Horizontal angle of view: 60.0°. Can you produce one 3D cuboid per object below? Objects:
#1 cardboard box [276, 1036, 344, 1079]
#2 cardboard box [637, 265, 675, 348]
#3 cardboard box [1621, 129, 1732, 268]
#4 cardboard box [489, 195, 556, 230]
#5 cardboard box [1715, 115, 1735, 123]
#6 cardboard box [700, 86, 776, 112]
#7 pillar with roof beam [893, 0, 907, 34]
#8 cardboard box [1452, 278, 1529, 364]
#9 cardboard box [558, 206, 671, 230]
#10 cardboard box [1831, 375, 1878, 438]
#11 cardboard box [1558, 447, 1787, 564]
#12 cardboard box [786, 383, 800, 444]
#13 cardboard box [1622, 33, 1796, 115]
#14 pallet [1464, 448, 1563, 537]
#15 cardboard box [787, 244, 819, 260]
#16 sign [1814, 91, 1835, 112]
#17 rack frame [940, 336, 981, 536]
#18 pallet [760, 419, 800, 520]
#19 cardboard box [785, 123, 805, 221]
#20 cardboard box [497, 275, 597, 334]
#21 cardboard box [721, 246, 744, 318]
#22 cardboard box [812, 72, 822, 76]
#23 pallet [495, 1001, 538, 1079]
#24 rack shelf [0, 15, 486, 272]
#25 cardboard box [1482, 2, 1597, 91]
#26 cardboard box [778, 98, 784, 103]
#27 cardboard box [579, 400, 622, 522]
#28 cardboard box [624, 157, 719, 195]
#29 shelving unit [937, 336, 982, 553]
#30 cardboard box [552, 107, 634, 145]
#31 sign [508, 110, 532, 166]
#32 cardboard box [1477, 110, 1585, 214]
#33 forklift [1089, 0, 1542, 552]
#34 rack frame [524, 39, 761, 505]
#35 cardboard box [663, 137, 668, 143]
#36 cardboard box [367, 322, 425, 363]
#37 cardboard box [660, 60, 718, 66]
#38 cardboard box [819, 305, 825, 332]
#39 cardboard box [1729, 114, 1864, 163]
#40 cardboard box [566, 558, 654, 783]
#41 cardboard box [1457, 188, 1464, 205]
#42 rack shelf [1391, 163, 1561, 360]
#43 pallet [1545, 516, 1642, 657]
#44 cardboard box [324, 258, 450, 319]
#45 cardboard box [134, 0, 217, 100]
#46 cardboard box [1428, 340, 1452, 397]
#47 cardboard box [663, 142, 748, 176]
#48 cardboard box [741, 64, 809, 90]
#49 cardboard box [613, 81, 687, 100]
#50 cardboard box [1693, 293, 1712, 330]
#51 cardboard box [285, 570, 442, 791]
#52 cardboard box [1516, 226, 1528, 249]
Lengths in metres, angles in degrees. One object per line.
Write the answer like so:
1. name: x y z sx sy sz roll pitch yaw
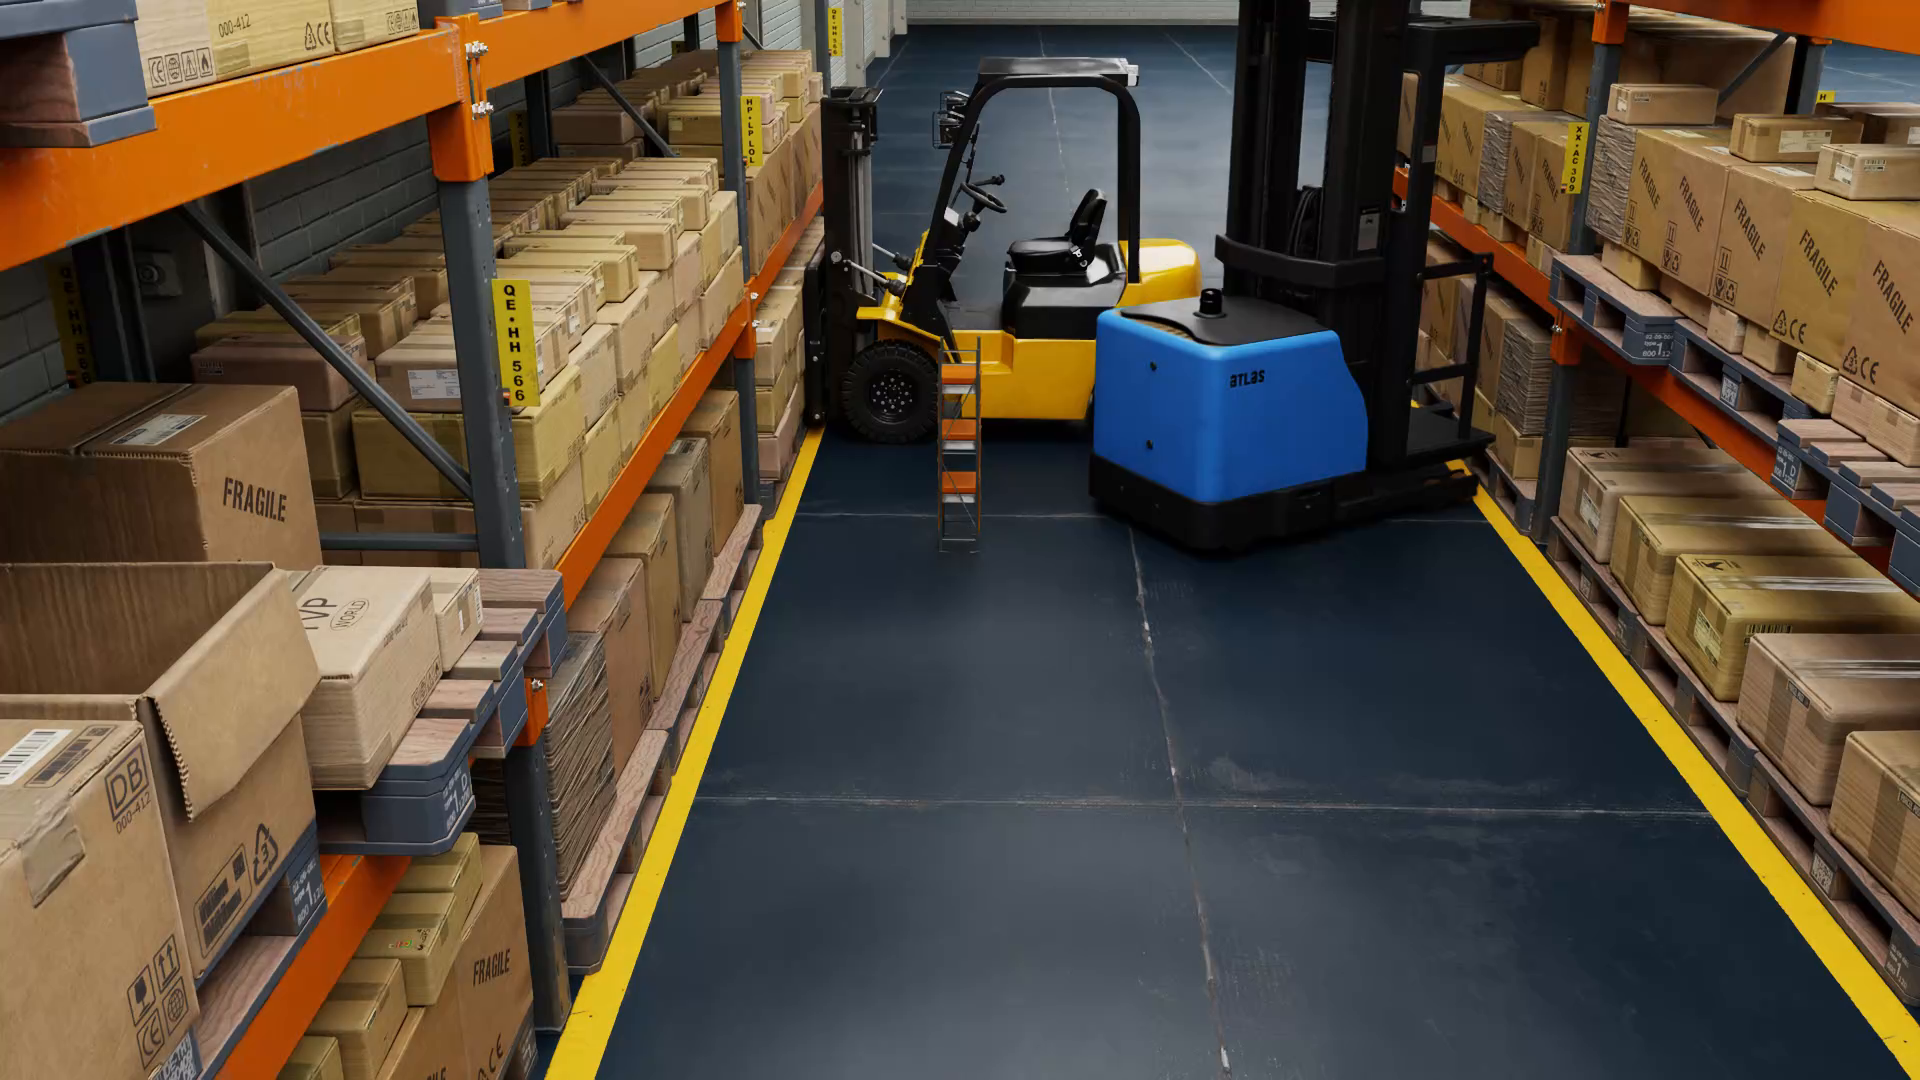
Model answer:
1. cardboard box: -1.499 1.147 3.404 0.380 0.149 0.250 1 21 3
2. cardboard box: -1.356 -0.866 6.130 0.500 0.250 0.500 1 21 2
3. cardboard box: 3.113 -1.417 6.903 0.500 0.500 0.500 1 21 2
4. cardboard box: -1.847 -1.292 6.676 0.380 0.149 0.250 1 21 2
5. cardboard box: 3.644 -1.595 7.362 0.500 0.500 0.500 0 21 1
6. cardboard box: -1.218 -2.410 9.147 0.380 0.149 0.250 0 21 1
7. pillar with roof beam: 2.883 -16.237 37.936 9.100 9.000 0.400 1 21 2
8. cardboard box: 3.207 -1.232 9.741 0.500 0.500 0.500 2 21 4
9. cardboard box: -1.330 -1.197 6.432 0.380 0.149 0.250 1 21 2
10. cardboard box: 2.996 -0.417 5.223 0.380 0.149 0.250 0 21 -1
11. cardboard box: 3.416 -0.164 7.857 0.950 0.372 0.625 1 21 2
12. cardboard box: -1.187 -0.705 9.420 0.500 0.250 0.500 0 21 0
13. cardboard box: 3.659 -2.191 8.098 0.700 0.500 0.500 0 21 1
14. pallet: 3.414 -0.326 9.078 1.003 0.211 1.213 1 21 2
15. cardboard box: -1.128 -1.725 10.667 0.500 0.250 0.500 1 21 2
16. sign: 3.984 -1.918 7.725 0.100 0.325 0.005 1 21 2
17. rack frame: 0.002 -0.514 8.403 0.200 1.050 0.008 1 21 2
18. pallet: -1.466 -0.423 9.328 1.003 0.211 1.213 1 21 2
19. cardboard box: -1.208 -2.194 9.898 0.500 0.500 0.500 1 21 2
20. cardboard box: -1.366 -0.735 5.243 0.380 0.149 0.250 1 21 2
21. cardboard box: -1.286 -1.181 7.634 0.500 0.250 0.500 1 21 3
22. cardboard box: -1.141 -3.103 11.345 0.380 0.149 0.250 1 21 2
23. pallet: -1.715 1.580 4.166 1.003 0.211 1.213 1 21 2
24. rack shelf: -1.715 -0.330 2.080 1.077 0.370 4.000 1 21 2
25. cardboard box: 3.730 -3.111 10.468 0.700 0.500 0.500 1 21 2
26. cardboard box: -1.254 -2.550 9.919 0.380 0.149 0.250 0 21 1
27. cardboard box: -1.376 -0.260 5.259 0.500 0.250 0.500 0 21 0
28. cardboard box: -1.321 -1.659 7.624 0.380 0.149 0.250 1 21 3
29. shelving unit: -0.002 -0.470 8.289 0.215 1.050 0.252 1 21 2
30. cardboard box: -1.825 -2.043 8.201 0.380 0.149 0.250 1 21 2
31. sign: -2.087 -1.882 7.927 0.100 0.325 0.005 1 21 2
32. cardboard box: 3.214 -2.106 9.259 0.500 0.500 0.500 1 21 3
33. forklift: 2.226 -1.681 8.810 3.031 2.935 1.130 -12 24 -28
34. rack frame: -1.532 -1.436 8.084 1.000 3.000 0.127 1 21 2
35. cardboard box: -1.720 -2.274 9.208 0.380 0.149 0.250 1 21 3
36. cardboard box: -1.904 -0.504 5.196 0.500 0.250 0.500 1 21 2
37. cardboard box: -1.693 -2.972 10.596 0.380 0.149 0.250 1 21 2
38. cardboard box: -1.134 -1.482 10.731 0.500 0.250 0.500 0 21 0
39. cardboard box: 3.131 -1.506 6.238 0.380 0.149 0.250 2 21 5
40. cardboard box: -1.609 0.460 5.900 0.875 0.625 0.625 1 21 3
41. cardboard box: 3.275 -2.124 10.203 0.380 0.149 0.250 1 21 3
42. rack shelf: 3.490 -1.771 9.940 1.077 0.370 4.000 1 21 2
43. pallet: 3.407 0.199 7.725 1.003 0.211 1.213 1 21 2
44. cardboard box: -1.858 -0.831 5.488 0.380 0.149 0.250 1 21 1
45. cardboard box: -1.457 -0.768 2.421 0.500 0.250 0.500 1 21 2
46. cardboard box: 3.223 -1.073 10.367 0.500 0.250 0.500 2 21 5
47. cardboard box: -1.260 -1.898 8.238 0.380 0.149 0.250 0 21 1
48. cardboard box: -1.147 -2.869 10.331 0.380 0.149 0.250 1 21 3
49. cardboard box: -1.754 -2.505 9.393 0.380 0.149 0.250 0 21 1
50. cardboard box: 3.089 -0.890 6.442 0.380 0.149 0.250 1 21 2
51. cardboard box: -1.363 0.269 3.315 0.500 0.250 0.500 0 21 -1
52. cardboard box: 3.242 -1.659 9.005 0.380 0.149 0.250 0 21 1
